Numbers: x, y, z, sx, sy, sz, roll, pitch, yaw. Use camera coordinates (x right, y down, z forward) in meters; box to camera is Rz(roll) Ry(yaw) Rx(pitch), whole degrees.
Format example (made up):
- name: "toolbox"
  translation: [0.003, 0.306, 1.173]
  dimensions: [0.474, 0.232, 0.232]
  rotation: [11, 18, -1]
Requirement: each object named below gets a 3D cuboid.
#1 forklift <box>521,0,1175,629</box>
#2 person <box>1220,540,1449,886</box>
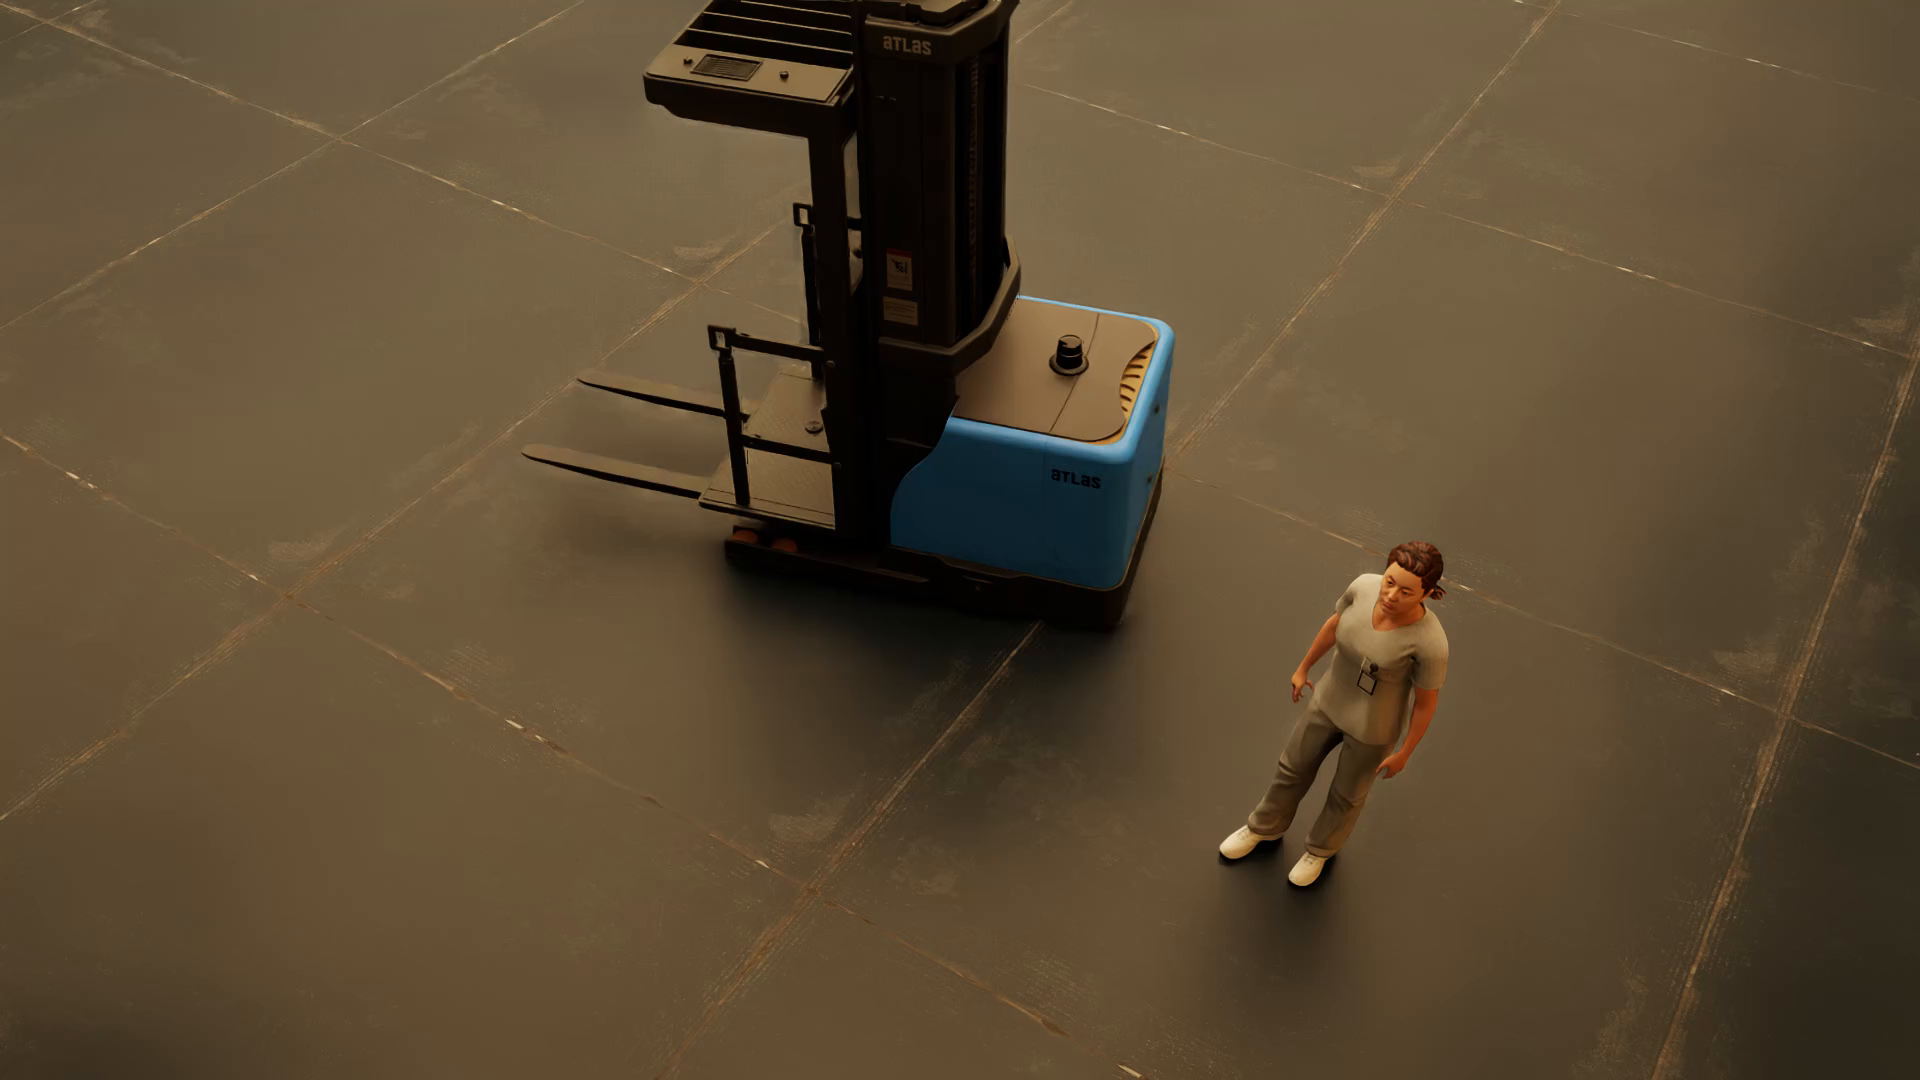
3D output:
- name: "forklift"
  translation: [-0.597, -1.245, 7.161]
  dimensions: [3.031, 2.935, 1.130]
  rotation: [12, 45, 12]
- name: "person"
  translation: [1.391, 0.669, 6.046]
  dimensions: [0.534, 1.675, 0.544]
  rotation: [-29, 51, -27]
